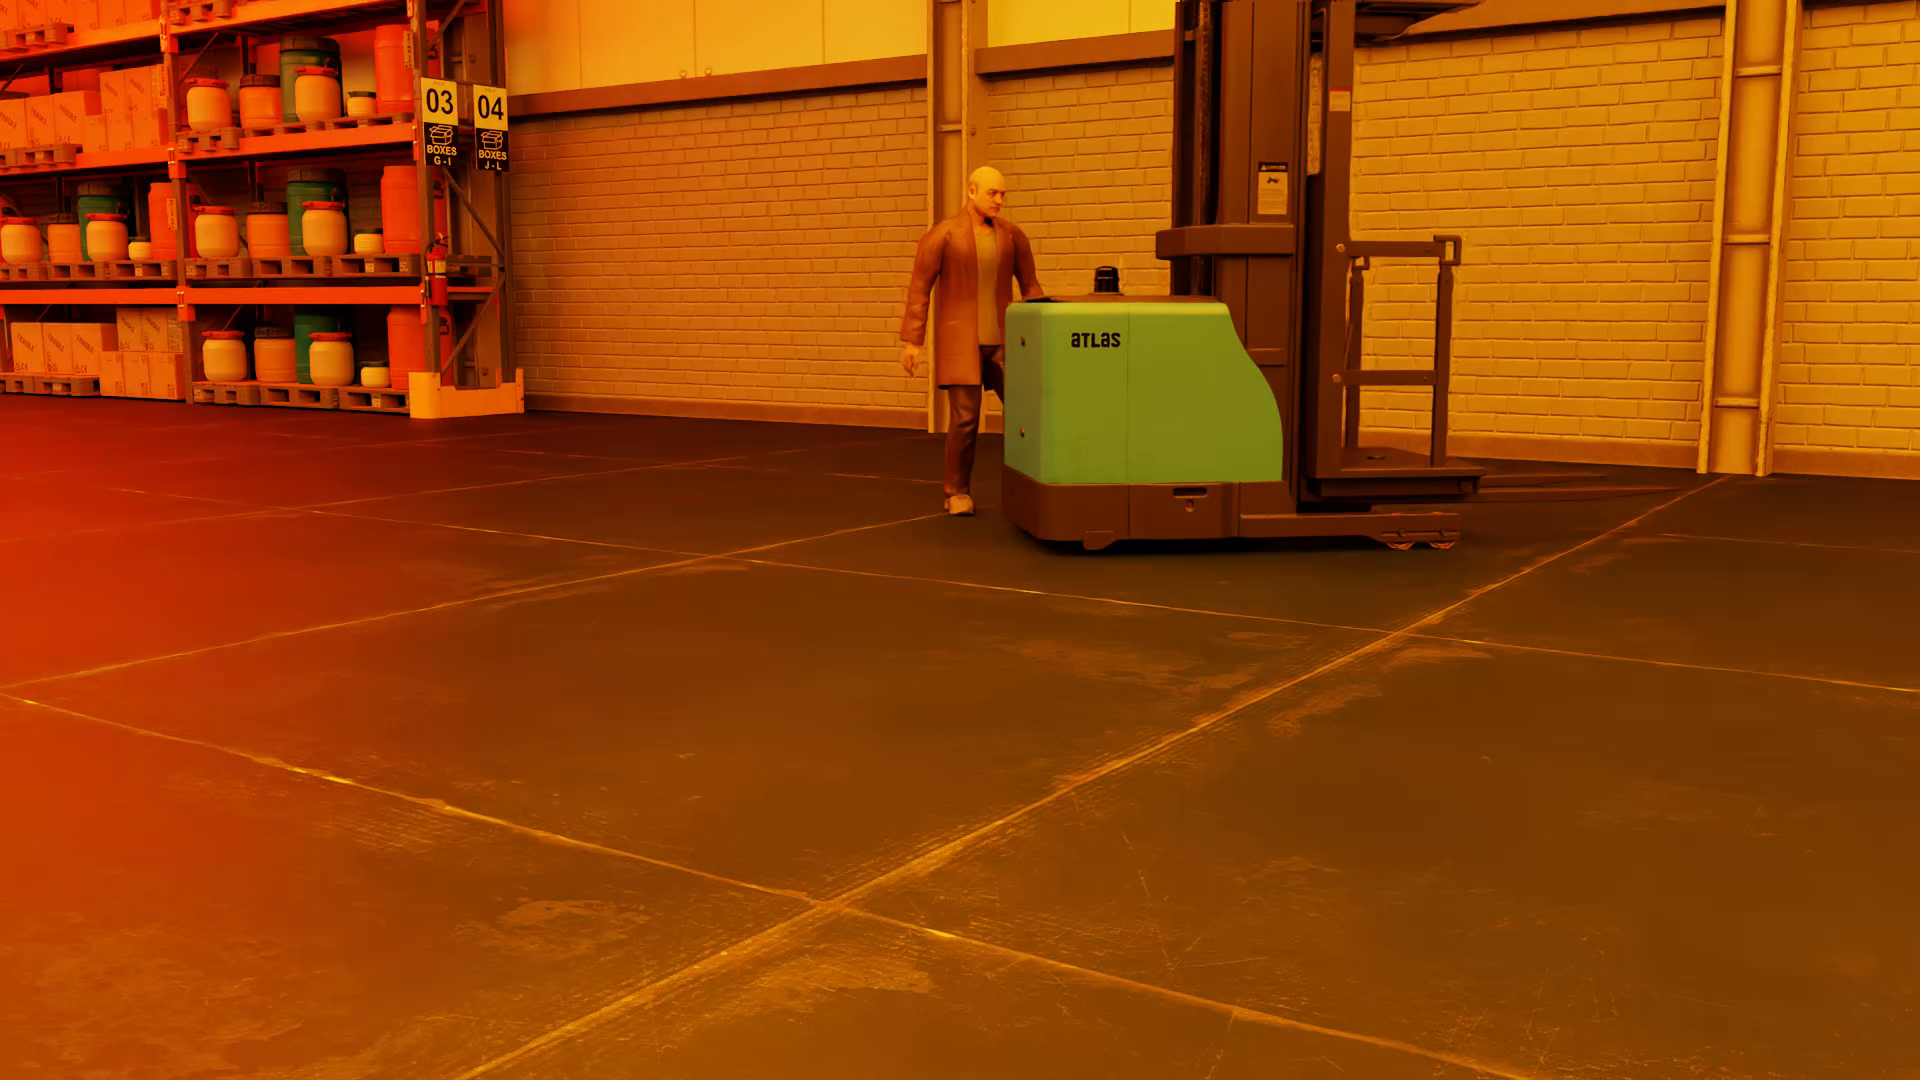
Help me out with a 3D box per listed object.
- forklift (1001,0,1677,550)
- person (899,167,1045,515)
[{"bbox_3d":[1.761,-1.479,7.591,3.031,2.935,1.130,-1,8,-9],"label":"forklift"},{"bbox_3d":[0.118,-1.009,8.489,0.849,1.752,0.430,-4,9,-25],"label":"person"}]
